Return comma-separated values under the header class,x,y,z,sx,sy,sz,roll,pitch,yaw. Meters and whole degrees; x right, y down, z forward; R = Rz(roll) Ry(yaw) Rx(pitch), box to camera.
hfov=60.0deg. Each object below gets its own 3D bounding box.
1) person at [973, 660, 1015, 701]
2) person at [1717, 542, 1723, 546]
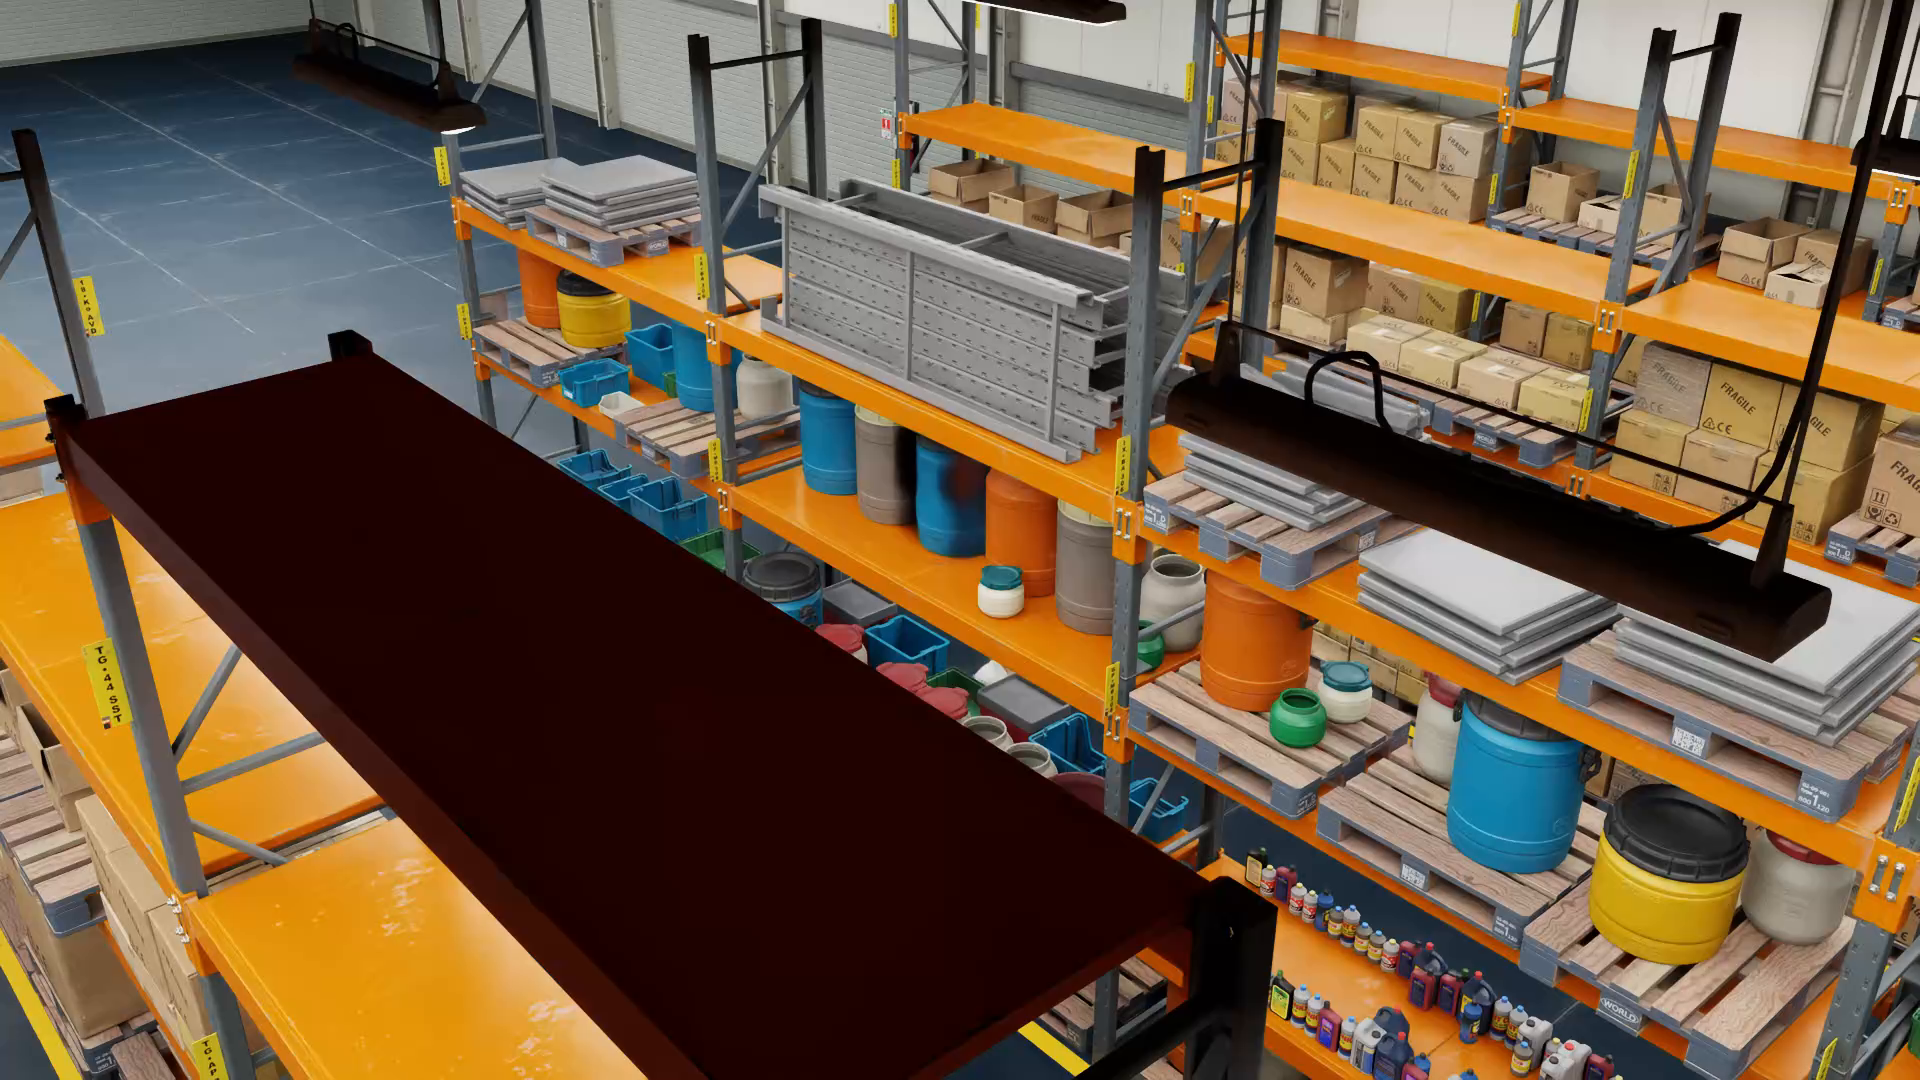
class,x,y,z,sx,sy,sz,roll,pitch,yaw
person,0.378,1.492,12.615,0.636,1.785,0.441,-20,33,-34
person,6.403,0.759,14.298,0.488,1.622,0.929,-18,32,-31
